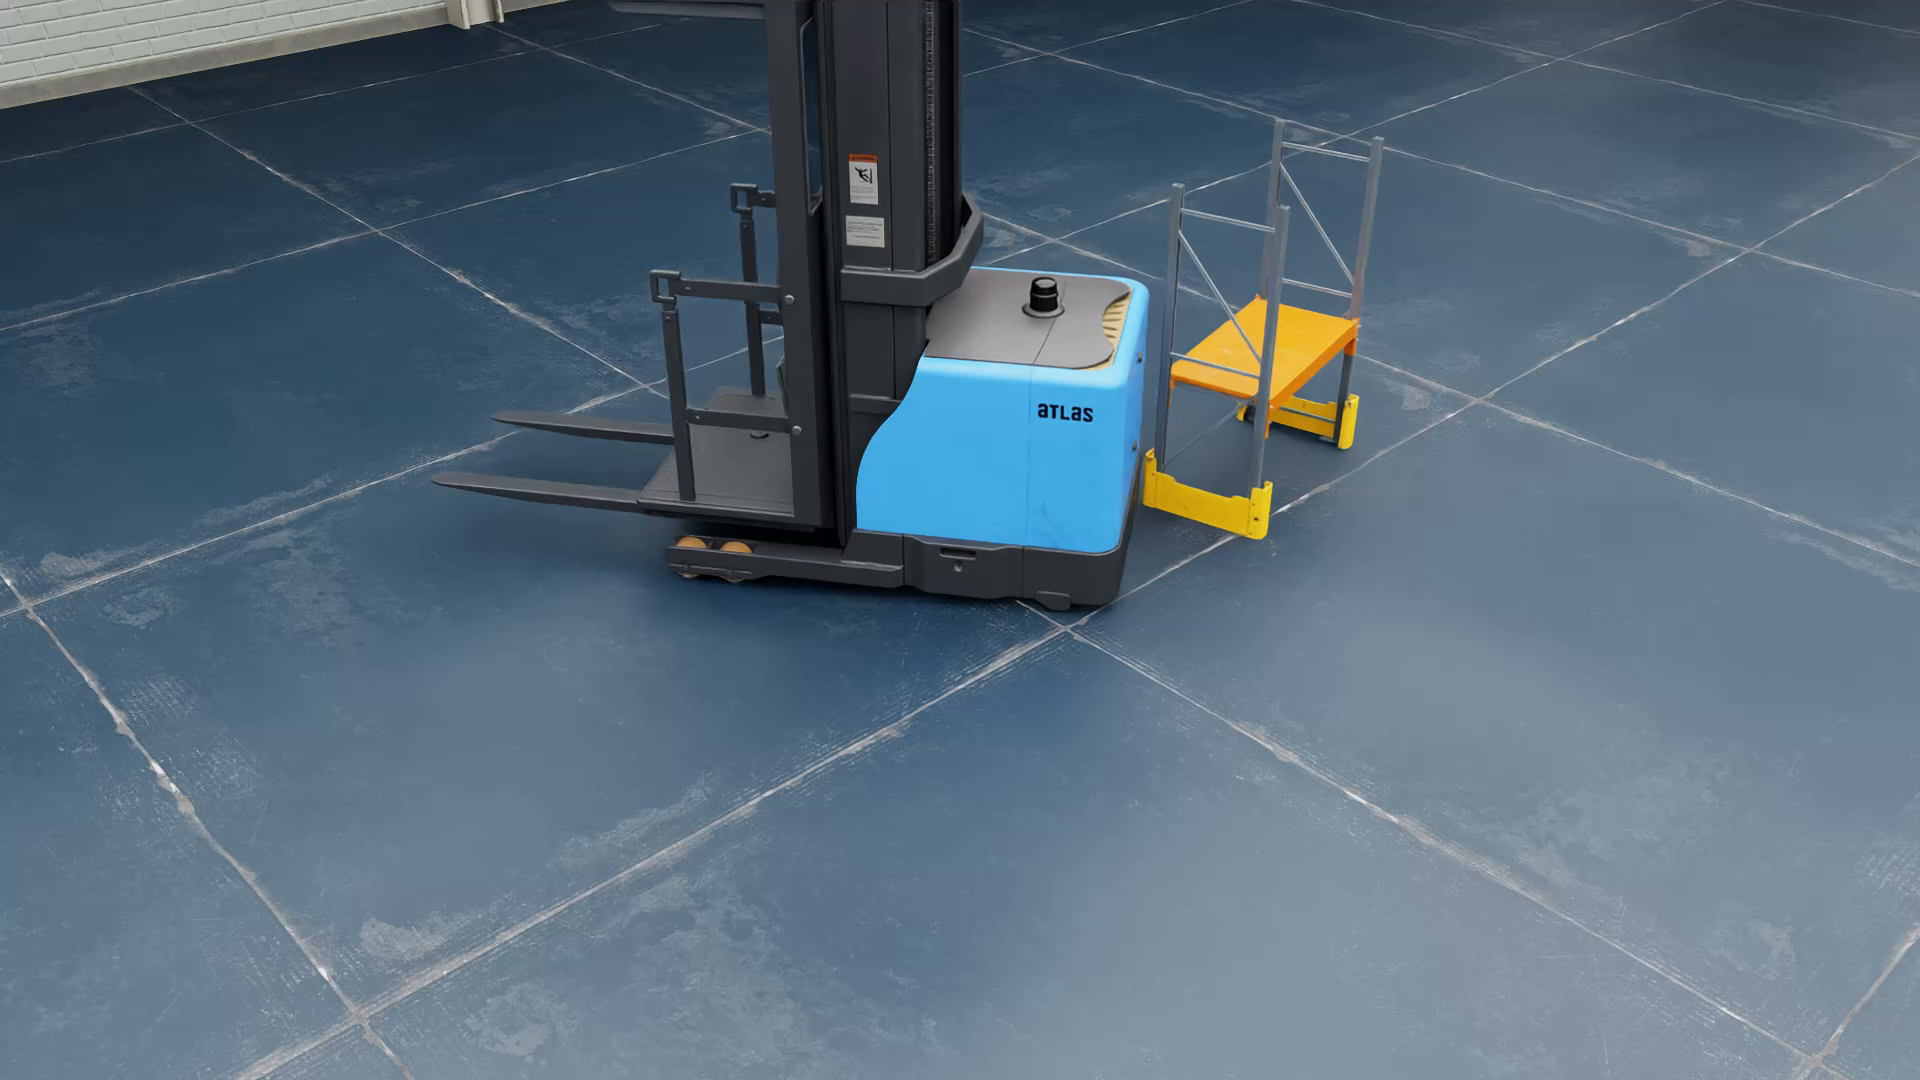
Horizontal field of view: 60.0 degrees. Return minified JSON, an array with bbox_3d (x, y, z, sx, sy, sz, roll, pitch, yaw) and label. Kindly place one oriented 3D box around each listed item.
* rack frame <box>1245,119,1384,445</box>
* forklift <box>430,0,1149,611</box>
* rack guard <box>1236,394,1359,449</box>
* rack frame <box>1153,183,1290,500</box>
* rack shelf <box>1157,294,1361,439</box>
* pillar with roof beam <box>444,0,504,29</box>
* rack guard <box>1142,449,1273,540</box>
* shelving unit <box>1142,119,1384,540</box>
[{"bbox_3d":[1.629,-1.173,7.731,0.500,1.500,0.032,19,36,28],"label":"rack frame"},{"bbox_3d":[-0.762,-1.338,6.628,3.031,2.935,1.130,6,32,9],"label":"forklift"},{"bbox_3d":[1.628,-0.640,8.056,0.587,0.250,0.087,19,36,28],"label":"rack guard"},{"bbox_3d":[1.075,-0.729,7.004,0.500,1.500,0.032,19,36,28],"label":"rack frame"},{"bbox_3d":[1.352,-0.798,7.461,0.538,0.185,1.000,19,36,28],"label":"rack shelf"},{"bbox_3d":[-1.373,-6.797,9.739,0.400,9.000,9.100,-26,40,-35],"label":"pillar with roof beam"},{"bbox_3d":[1.086,-0.204,7.344,0.587,0.250,0.087,19,36,28],"label":"rack guard"},{"bbox_3d":[1.357,-0.955,7.374,0.587,1.500,1.083,19,36,28],"label":"shelving unit"}]
